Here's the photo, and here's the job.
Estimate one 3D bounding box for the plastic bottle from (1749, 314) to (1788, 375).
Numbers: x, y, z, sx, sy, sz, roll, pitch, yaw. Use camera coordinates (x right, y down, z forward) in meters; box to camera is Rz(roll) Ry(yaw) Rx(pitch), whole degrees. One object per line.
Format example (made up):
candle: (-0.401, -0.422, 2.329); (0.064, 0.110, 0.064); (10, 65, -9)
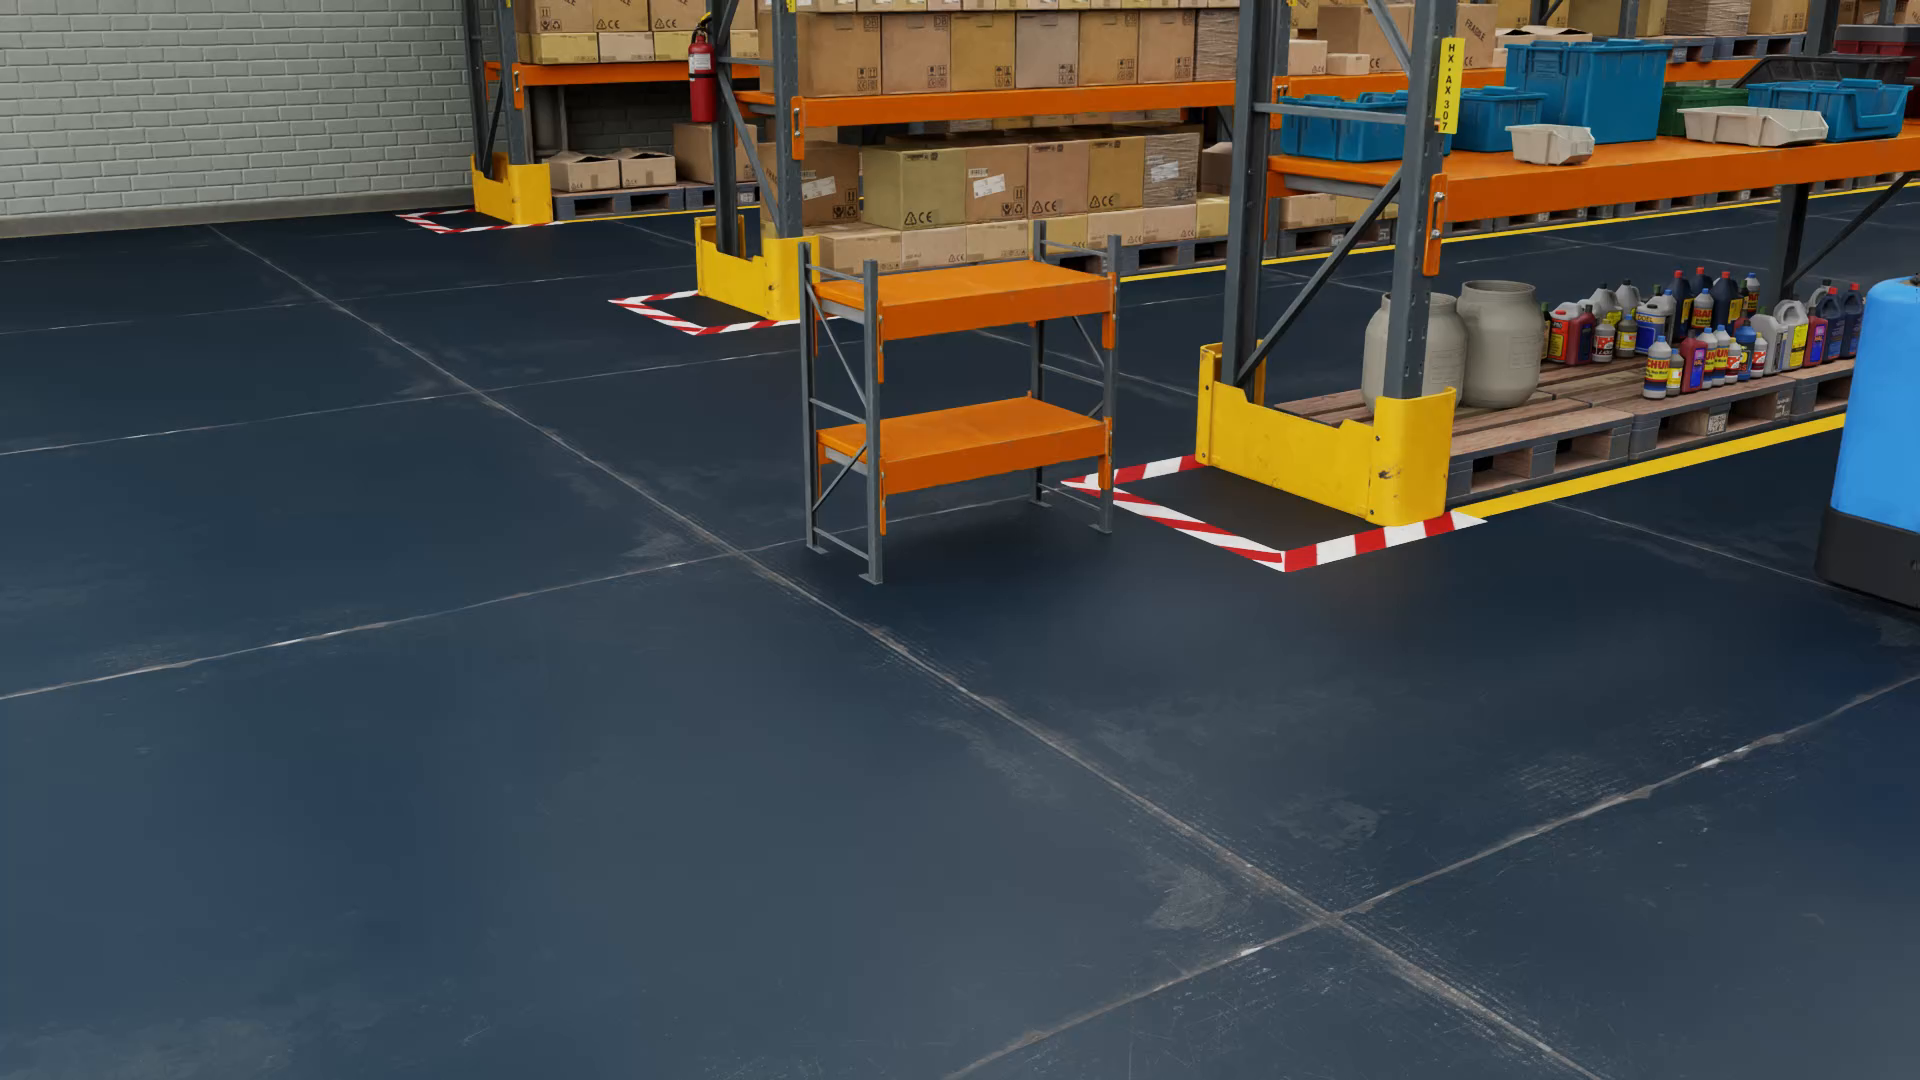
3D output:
plastic bottle: (3.826, -0.938, 7.902); (0.135, 0.276, 0.152); (-11, 22, -30)

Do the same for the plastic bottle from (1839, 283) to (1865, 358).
plastic bottle: (4.394, -1.092, 8.239); (0.185, 0.351, 0.144); (-13, 22, -33)

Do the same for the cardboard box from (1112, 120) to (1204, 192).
cardboard box: (1.492, -2.908, 12.629); (0.500, 0.500, 0.500); (-12, 22, -31)

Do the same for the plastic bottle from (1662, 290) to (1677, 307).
plastic bottle: (3.611, -1.144, 8.519); (0.097, 0.271, 0.097); (0, 19, 0)

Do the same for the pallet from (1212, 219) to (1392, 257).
pallet: (2.646, -2.473, 13.231); (1.213, 0.211, 1.003); (-12, 22, -31)

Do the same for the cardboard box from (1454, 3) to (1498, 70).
cardboard box: (4.000, -4.106, 13.551); (0.500, 0.500, 0.500); (-13, 23, -34)

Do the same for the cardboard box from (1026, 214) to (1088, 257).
cardboard box: (0.535, -2.145, 11.543); (0.500, 0.250, 0.500); (-12, 22, -31)

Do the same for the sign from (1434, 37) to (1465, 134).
sign: (1.731, -1.607, 5.883); (0.005, 0.325, 0.100); (-12, 22, -31)

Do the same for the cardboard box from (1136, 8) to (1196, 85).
cardboard box: (1.248, -3.527, 11.838); (0.500, 0.500, 0.700); (-12, 22, -32)

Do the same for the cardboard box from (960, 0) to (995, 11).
cardboard box: (0.019, -3.498, 10.739); (0.250, 0.149, 0.380); (-13, 23, -33)

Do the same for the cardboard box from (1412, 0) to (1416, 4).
cardboard box: (5.338, -6.344, 19.675); (0.500, 0.500, 0.500); (-12, 22, -31)

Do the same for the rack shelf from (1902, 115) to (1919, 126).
rack shelf: (6.443, -2.340, 9.606); (4.000, 0.370, 1.077); (-12, 22, -31)

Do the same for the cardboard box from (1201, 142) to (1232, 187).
cardboard box: (2.232, -2.964, 13.091); (0.500, 0.311, 0.500); (-12, 22, -31)

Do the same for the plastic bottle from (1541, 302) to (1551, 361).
plastic bottle: (2.813, -1.012, 8.109); (0.133, 0.283, 0.061); (-11, 22, -30)

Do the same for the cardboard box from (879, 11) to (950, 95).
cardboard box: (-0.456, -3.170, 10.781); (0.500, 0.500, 0.700); (-11, 22, -30)

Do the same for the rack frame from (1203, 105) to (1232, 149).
rack frame: (2.665, -5.683, 18.372); (0.127, 3.000, 1.000); (-12, 22, -31)

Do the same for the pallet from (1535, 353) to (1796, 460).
pallet: (3.169, -0.684, 7.939); (1.213, 0.211, 1.003); (-12, 22, -31)

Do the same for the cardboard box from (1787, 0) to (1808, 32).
cardboard box: (7.675, -5.148, 15.977); (0.500, 0.500, 0.700); (-8, 20, -23)

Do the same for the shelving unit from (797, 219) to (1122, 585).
shelving unit: (0.006, -0.534, 6.068); (1.048, 1.125, 0.538); (-12, 22, -31)

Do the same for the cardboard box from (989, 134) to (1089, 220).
cardboard box: (0.536, -2.500, 11.422); (0.500, 0.500, 0.500); (-12, 22, -31)

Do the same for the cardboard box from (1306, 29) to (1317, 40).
cardboard box: (3.905, -5.761, 18.963); (0.250, 0.149, 0.380); (-11, 22, -30)

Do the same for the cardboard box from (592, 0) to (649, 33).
cardboard box: (-3.034, -4.656, 14.365); (0.500, 0.500, 0.500); (-12, 22, -31)

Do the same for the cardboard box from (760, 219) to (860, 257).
cardboard box: (-1.003, -2.019, 11.172); (0.500, 0.250, 0.500); (-12, 22, -31)

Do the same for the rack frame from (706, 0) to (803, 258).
rack frame: (-1.289, -2.950, 10.286); (0.127, 3.000, 1.000); (-12, 22, -31)

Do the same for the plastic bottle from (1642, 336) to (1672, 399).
plastic bottle: (3.118, -0.776, 7.430); (0.097, 0.271, 0.097); (0, 19, 0)

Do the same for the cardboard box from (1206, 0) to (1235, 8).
cardboard box: (1.735, -3.861, 11.812); (0.250, 0.149, 0.380); (-12, 22, -33)

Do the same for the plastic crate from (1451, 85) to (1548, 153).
plastic crate: (2.231, -1.835, 7.220); (0.408, 0.251, 0.499); (-12, 22, -31)

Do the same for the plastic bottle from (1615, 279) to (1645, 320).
plastic bottle: (3.358, -1.143, 8.391); (0.185, 0.351, 0.144); (-12, 22, -32)

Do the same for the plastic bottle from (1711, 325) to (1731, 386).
plastic bottle: (3.488, -0.854, 7.660); (0.097, 0.271, 0.097); (0, 19, 0)

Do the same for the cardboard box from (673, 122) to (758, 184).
cardboard box: (-2.273, -3.612, 15.462); (0.500, 0.500, 0.700); (-14, 23, -35)

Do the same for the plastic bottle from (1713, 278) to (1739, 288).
plastic bottle: (4.011, -1.244, 8.806); (0.135, 0.276, 0.152); (-11, 22, -29)

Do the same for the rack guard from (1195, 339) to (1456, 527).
rack guard: (1.470, -0.466, 6.842); (0.348, 0.500, 1.175); (-12, 22, -31)

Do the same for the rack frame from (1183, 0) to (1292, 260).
rack frame: (2.052, -3.654, 12.370); (0.127, 3.000, 1.000); (-12, 22, -31)

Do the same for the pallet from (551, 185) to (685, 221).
pallet: (-3.255, -3.100, 15.085); (1.213, 0.211, 1.003); (-12, 22, -31)

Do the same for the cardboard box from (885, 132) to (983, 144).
cardboard box: (-0.177, -2.555, 11.587); (0.500, 0.500, 0.500); (-12, 22, -31)

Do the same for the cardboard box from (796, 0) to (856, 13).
cardboard box: (-0.843, -3.316, 10.200); (0.250, 0.149, 0.380); (-12, 22, -32)

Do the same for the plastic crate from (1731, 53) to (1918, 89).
plastic crate: (4.266, -2.241, 8.287); (0.504, 0.338, 0.767); (-12, 22, -31)

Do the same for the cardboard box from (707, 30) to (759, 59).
cardboard box: (-2.156, -4.485, 15.031); (0.500, 0.250, 0.500); (-12, 22, -31)

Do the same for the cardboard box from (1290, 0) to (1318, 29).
cardboard box: (3.654, -5.988, 18.621); (0.500, 0.500, 0.500); (-11, 22, -30)

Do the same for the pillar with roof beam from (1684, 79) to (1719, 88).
pillar with roof beam: (13.493, -9.490, 20.264); (0.400, 9.000, 9.100); (-12, 22, -31)

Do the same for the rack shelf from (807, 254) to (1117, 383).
rack shelf: (0.006, -0.811, 5.974); (1.000, 0.278, 0.538); (-12, 22, -31)

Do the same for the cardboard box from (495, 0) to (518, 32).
cardboard box: (-3.740, -4.708, 14.518); (0.500, 0.500, 0.500); (-12, 22, -32)

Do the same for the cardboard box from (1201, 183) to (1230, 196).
cardboard box: (2.239, -2.701, 13.189); (0.500, 0.250, 0.500); (-12, 22, -32)

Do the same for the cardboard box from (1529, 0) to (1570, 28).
cardboard box: (7.080, -6.748, 21.053); (0.700, 0.700, 0.980); (-13, 22, -33)

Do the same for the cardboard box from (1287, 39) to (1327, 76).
cardboard box: (2.439, -3.682, 12.685); (0.500, 0.250, 0.500); (-10, 21, -28)

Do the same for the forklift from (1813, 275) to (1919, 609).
forklift: (4.440, -1.322, 5.580); (3.031, 2.935, 1.130); (-11, 22, -30)

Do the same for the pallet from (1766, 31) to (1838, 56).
pallet: (8.006, -4.861, 16.239); (1.213, 0.211, 1.003); (-12, 22, -31)

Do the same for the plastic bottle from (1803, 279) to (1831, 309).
plastic bottle: (4.314, -1.130, 8.353); (0.185, 0.351, 0.144); (-12, 22, -31)

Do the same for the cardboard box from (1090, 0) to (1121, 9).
cardboard box: (0.881, -3.680, 11.279); (0.250, 0.149, 0.380); (-11, 22, -30)

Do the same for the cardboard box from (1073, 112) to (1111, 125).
cardboard box: (1.199, -4.412, 17.827); (0.500, 0.500, 0.700); (-12, 22, -32)

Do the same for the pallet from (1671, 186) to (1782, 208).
pallet: (7.055, -3.373, 15.892); (1.213, 0.211, 1.003); (-12, 22, -31)

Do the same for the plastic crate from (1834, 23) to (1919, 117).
plastic crate: (5.009, -2.526, 8.933); (0.583, 0.464, 0.402); (-12, 22, -31)
